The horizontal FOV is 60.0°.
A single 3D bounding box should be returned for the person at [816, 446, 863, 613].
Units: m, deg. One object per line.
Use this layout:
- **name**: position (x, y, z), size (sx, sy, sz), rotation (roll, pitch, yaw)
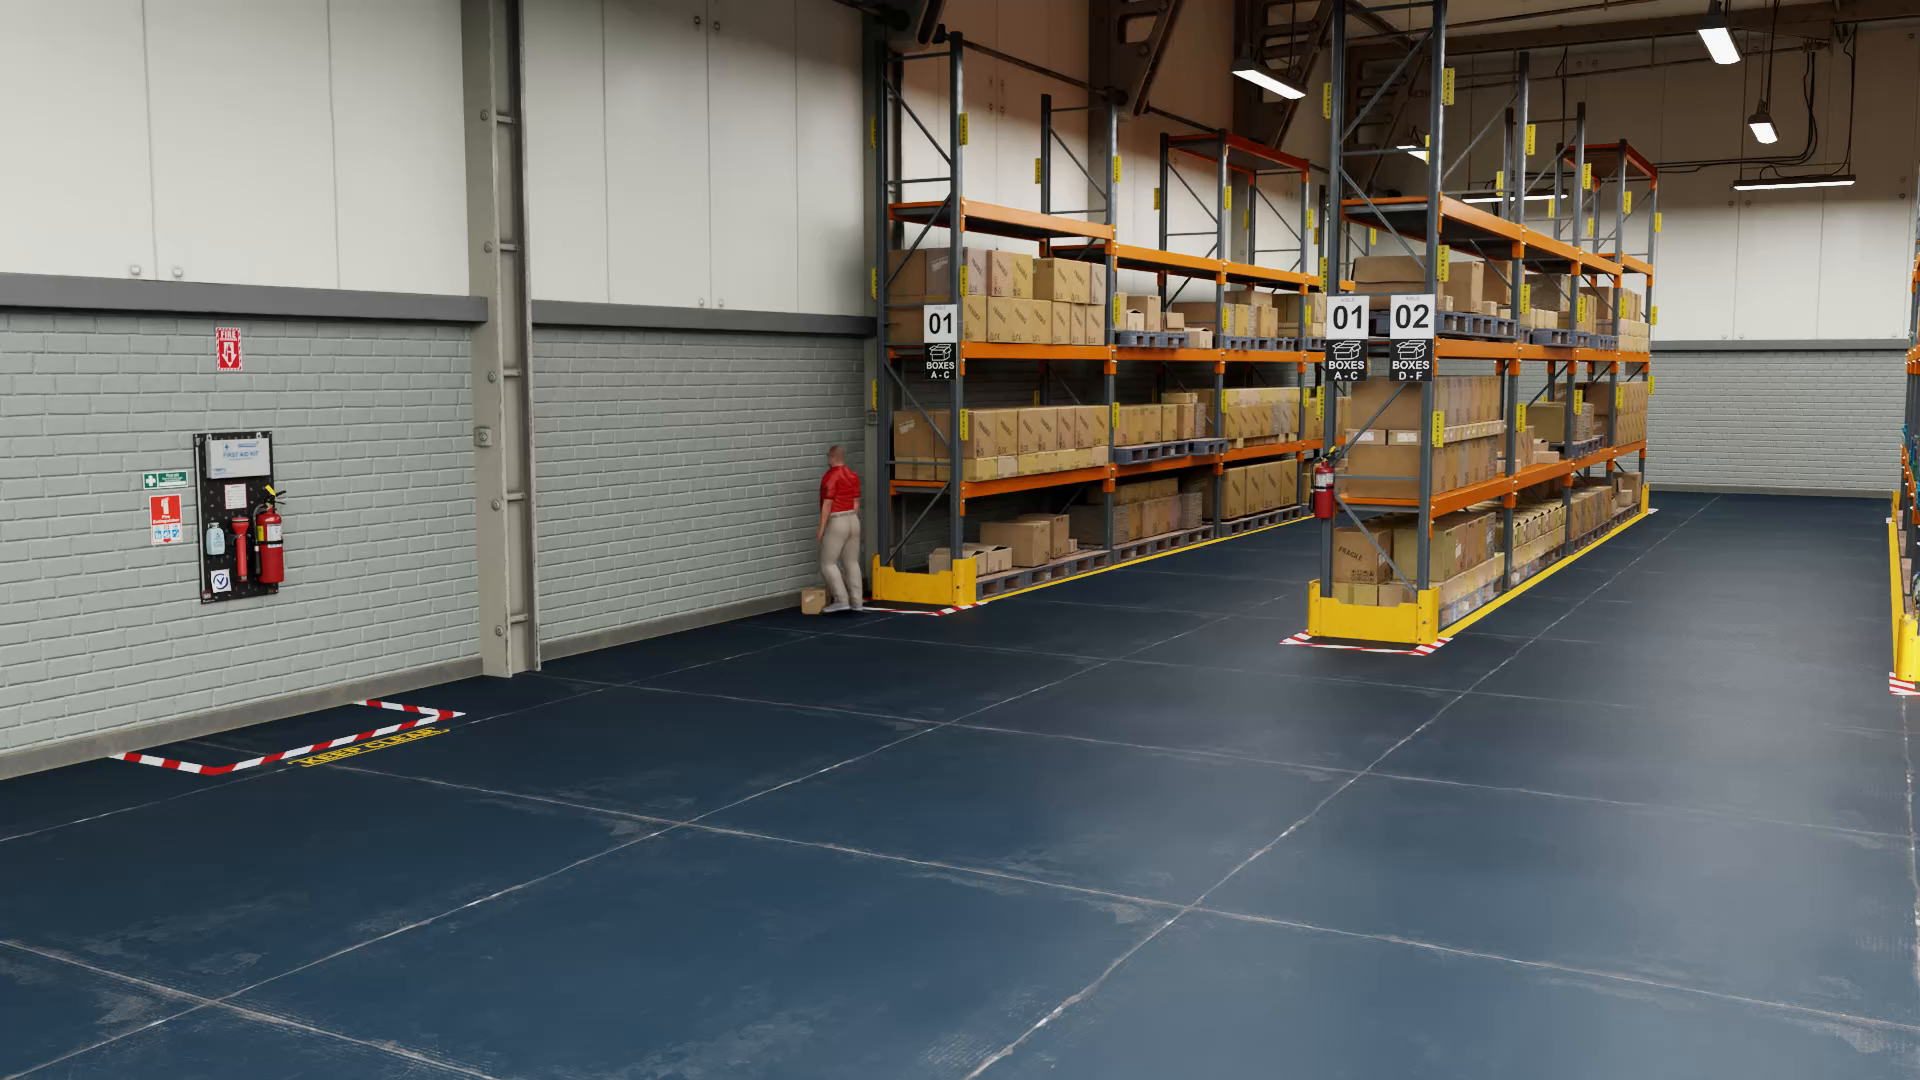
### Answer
- **person**: position (-1.227, -0.114, 17.180), size (0.424, 1.717, 0.552), rotation (4, 7, 36)
